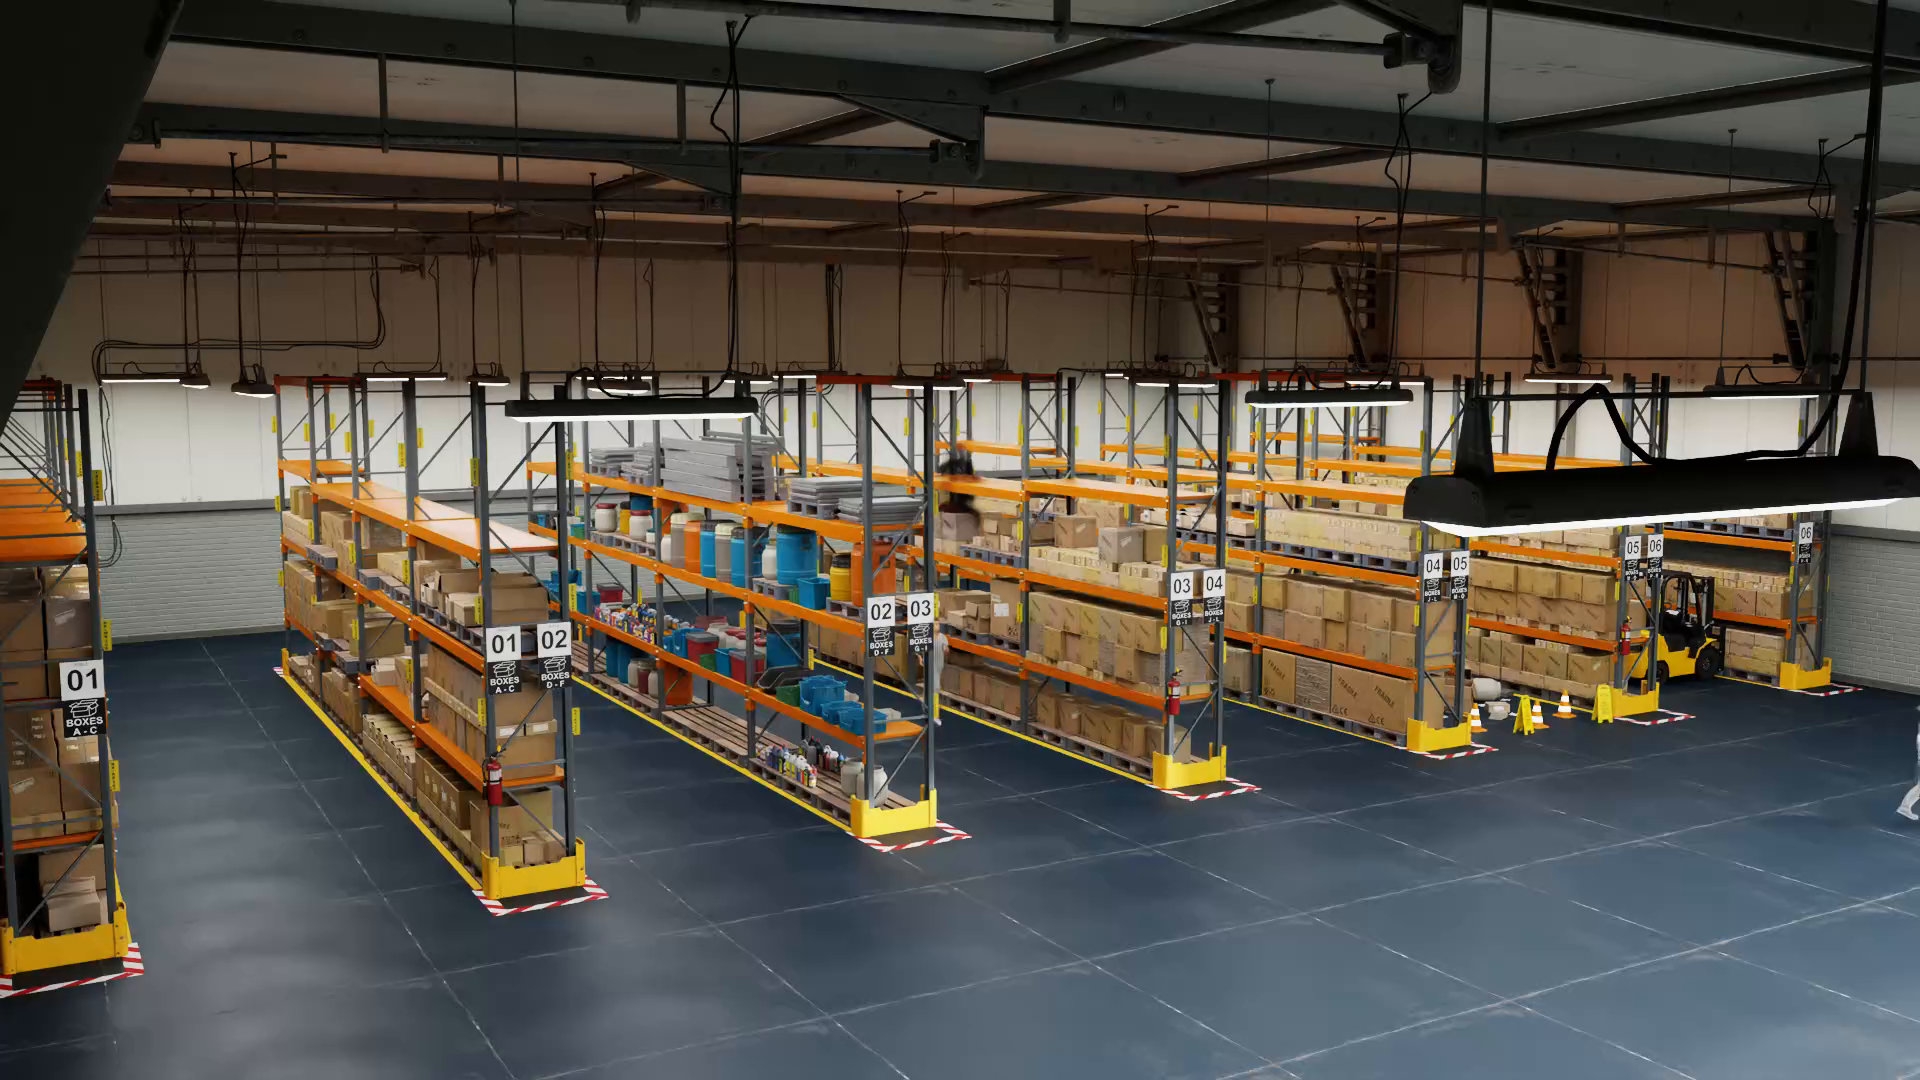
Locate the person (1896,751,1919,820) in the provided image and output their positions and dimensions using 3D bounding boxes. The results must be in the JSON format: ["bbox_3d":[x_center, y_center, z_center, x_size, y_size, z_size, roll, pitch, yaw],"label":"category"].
[{"bbox_3d":[13.125,3.025,22.488,0.733,1.745,0.598,1,6,9],"label":"person"}]

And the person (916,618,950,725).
[{"bbox_3d":[-0.428,2.178,27.876,0.531,1.769,0.711,-5,8,-40],"label":"person"}]
